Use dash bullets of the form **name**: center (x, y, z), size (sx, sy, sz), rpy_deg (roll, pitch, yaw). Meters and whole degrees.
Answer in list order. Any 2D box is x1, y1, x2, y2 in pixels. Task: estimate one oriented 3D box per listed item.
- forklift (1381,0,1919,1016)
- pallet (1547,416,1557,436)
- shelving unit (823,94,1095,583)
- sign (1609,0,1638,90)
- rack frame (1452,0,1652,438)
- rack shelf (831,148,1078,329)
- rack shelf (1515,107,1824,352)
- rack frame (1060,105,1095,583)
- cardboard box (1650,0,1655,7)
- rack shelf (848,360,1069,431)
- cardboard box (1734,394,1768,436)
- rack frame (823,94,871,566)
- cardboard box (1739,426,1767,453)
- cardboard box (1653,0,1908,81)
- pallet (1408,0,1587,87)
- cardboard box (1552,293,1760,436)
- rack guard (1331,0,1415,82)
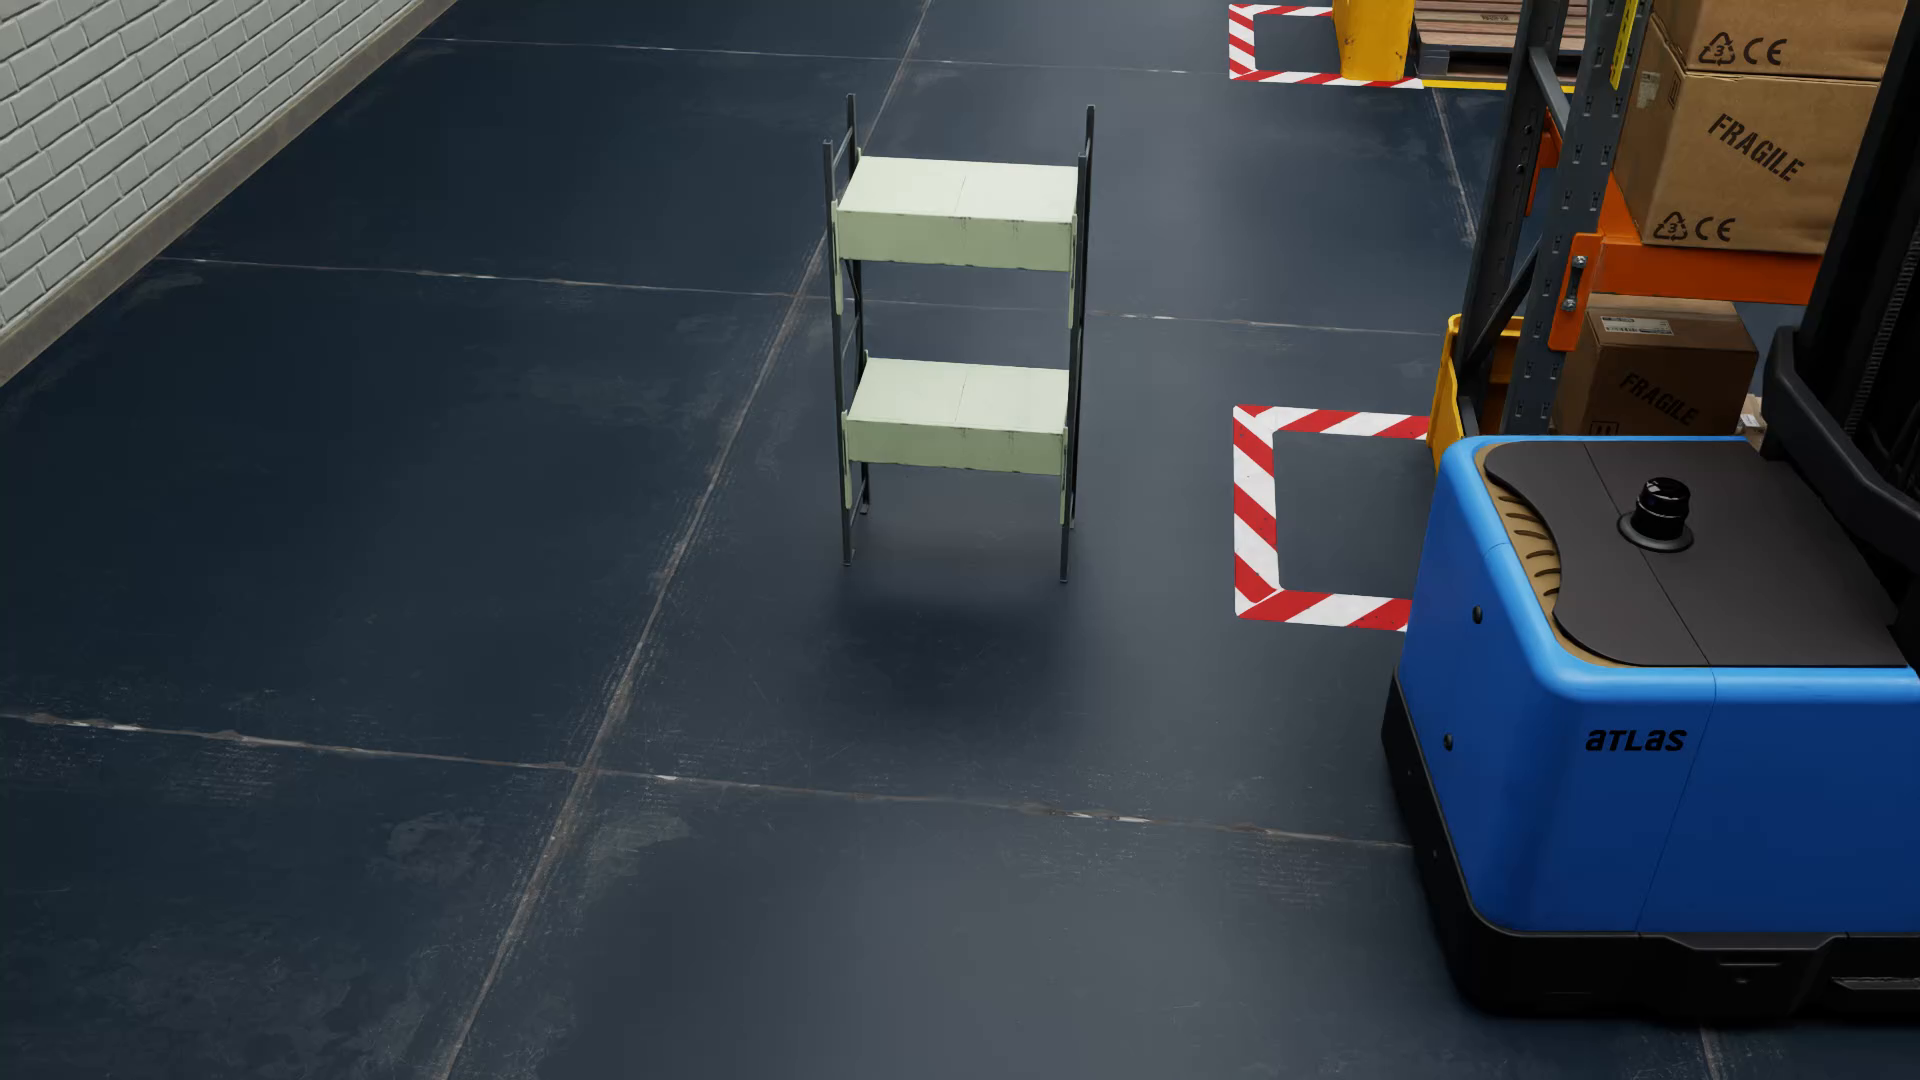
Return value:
- **forklift**: center (2.735, -0.311, 3.663), size (3.031, 2.935, 1.130), rpy_deg (0, 36, 0)
- **pallet**: center (2.658, -0.097, 5.705), size (1.213, 0.211, 1.003), rpy_deg (4, 36, 6)
- **shelving unit**: center (0.007, -0.610, 5.314), size (0.755, 1.500, 0.431), rpy_deg (4, 36, 6)
- **sign**: center (1.722, -1.336, 4.295), size (0.005, 0.325, 0.100), rpy_deg (4, 36, 6)
- **rack frame**: center (1.791, -1.296, 4.984), size (0.127, 3.000, 1.000), rpy_deg (4, 36, 6)
- **rack shelf**: center (0.007, -0.928, 5.087), size (0.720, 0.370, 0.431), rpy_deg (4, 36, 6)
- **rack shelf**: center (3.775, -0.856, 4.986), size (4.000, 0.370, 1.077), rpy_deg (4, 36, 6)
- **rack frame**: center (0.370, -0.583, 5.276), size (0.023, 1.500, 0.400), rpy_deg (4, 36, 6)
- **cardboard box**: center (2.268, -1.870, 4.841), size (0.500, 0.500, 0.500), rpy_deg (4, 36, 6)
- **rack shelf**: center (0.007, -0.424, 5.446), size (0.686, 0.124, 0.368), rpy_deg (4, 36, 6)
- **cardboard box**: center (2.752, -0.342, 5.708), size (0.250, 0.166, 0.380), rpy_deg (4, 36, 6)
- **rack frame**: center (-0.356, -0.637, 5.352), size (0.023, 1.500, 0.400), rpy_deg (4, 36, 6)
- **cardboard box**: center (2.790, -0.116, 5.318), size (0.500, 0.250, 0.500), rpy_deg (4, 36, 6)
- **cardboard box**: center (2.198, -1.559, 4.406), size (0.500, 0.500, 0.500), rpy_deg (5, 36, 7)
- **pallet**: center (3.239, -2.932, 9.676), size (1.213, 0.211, 1.003), rpy_deg (4, 36, 6)
- **cardboard box**: center (2.362, -0.560, 5.725), size (0.500, 0.500, 0.500), rpy_deg (4, 36, 6)
- **rack guard**: center (2.400, -3.127, 9.701), size (0.348, 0.500, 1.175), rpy_deg (4, 36, 6)
